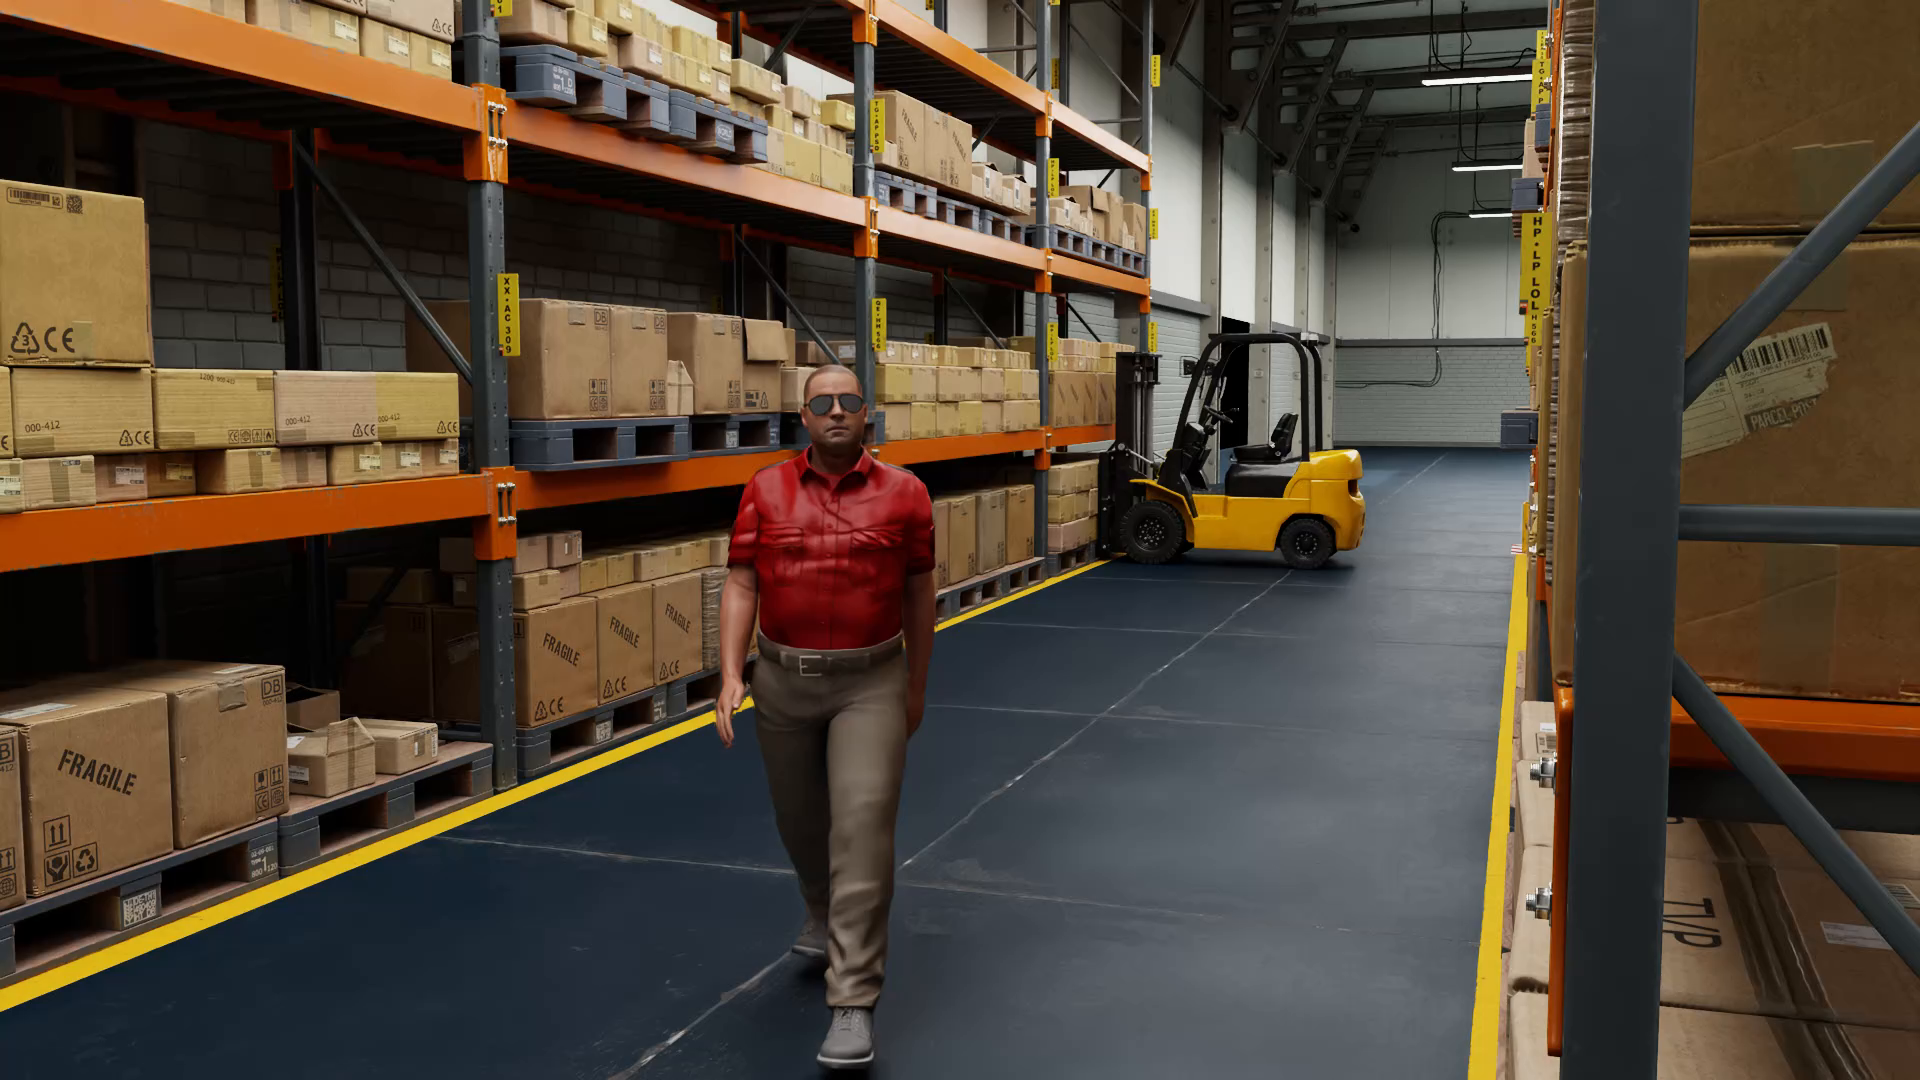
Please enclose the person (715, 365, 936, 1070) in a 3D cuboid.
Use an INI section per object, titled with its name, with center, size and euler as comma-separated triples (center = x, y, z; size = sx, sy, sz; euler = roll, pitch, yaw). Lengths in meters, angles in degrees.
[person]
center = -0.348, 0.387, 4.288
size = 0.539, 1.672, 1.032
euler = 1, 5, 6
